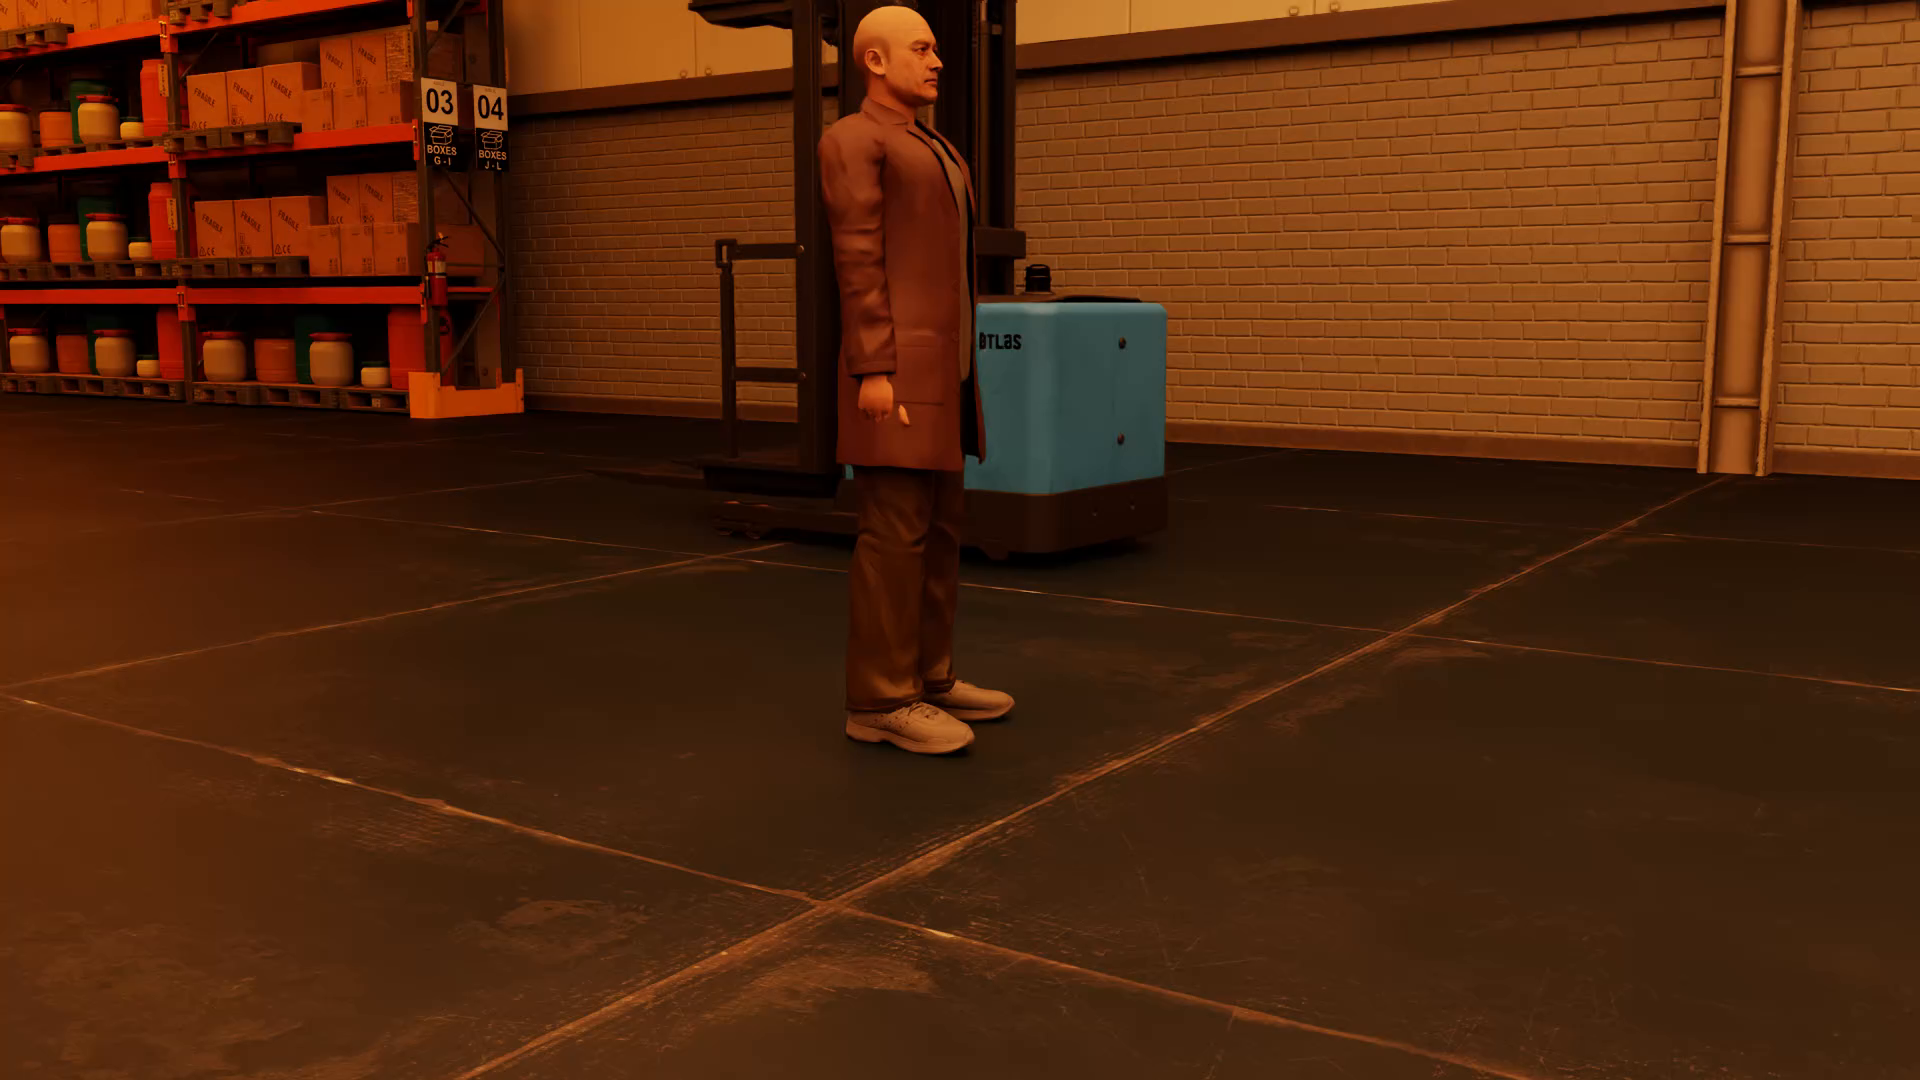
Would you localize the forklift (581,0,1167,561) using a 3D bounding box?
[{"bbox_3d":[-0.555,-1.506,7.785,3.031,2.935,1.130,6,10,37],"label":"forklift"}]

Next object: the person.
[{"bbox_3d":[-0.091,-0.401,4.107,0.398,1.781,0.546,3,8,18],"label":"person"}]
